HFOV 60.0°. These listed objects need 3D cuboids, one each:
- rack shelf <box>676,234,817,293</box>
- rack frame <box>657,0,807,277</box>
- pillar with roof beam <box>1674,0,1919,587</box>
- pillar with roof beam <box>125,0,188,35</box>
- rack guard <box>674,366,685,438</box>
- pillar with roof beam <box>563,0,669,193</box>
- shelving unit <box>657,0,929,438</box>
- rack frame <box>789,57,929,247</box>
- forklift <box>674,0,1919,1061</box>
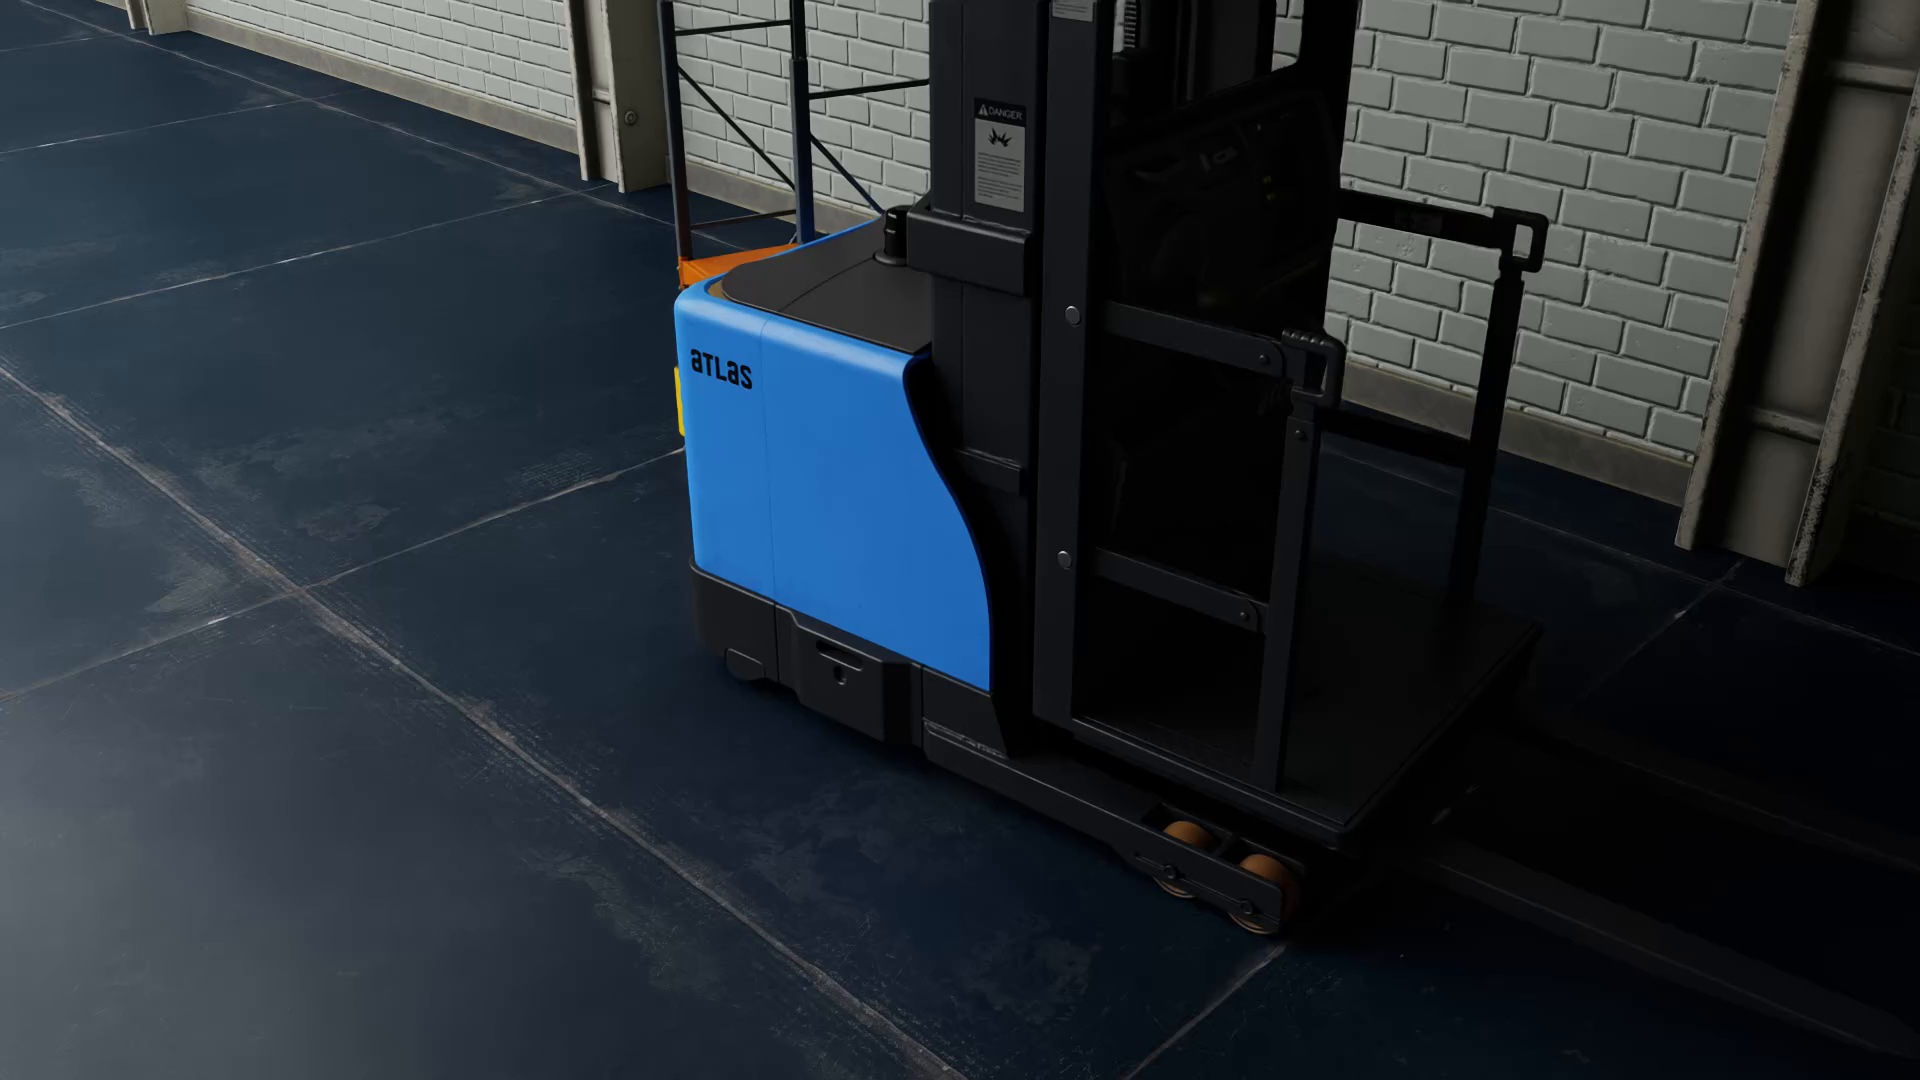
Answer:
[{"bbox_3d":[-0.490,-0.739,5.431,0.538,0.185,1.000,-15,31,-26],"label":"rack shelf"},{"bbox_3d":[-0.740,-1.105,5.739,0.500,1.500,0.032,-15,31,-26],"label":"rack frame"},{"bbox_3d":[-0.528,-2.526,0.385,0.400,9.000,9.100,25,36,38],"label":"pillar with roof beam"},{"bbox_3d":[-9.085,-6.441,7.831,0.400,9.000,9.100,25,36,38],"label":"pillar with roof beam"},{"bbox_3d":[-0.740,-0.551,6.029,0.587,0.250,0.087,-15,31,-26],"label":"rack guard"},{"bbox_3d":[-4.806,-4.484,4.108,0.400,9.000,9.100,25,36,38],"label":"pillar with roof beam"},{"bbox_3d":[-0.495,-0.902,5.354,0.587,1.500,1.083,-15,31,-26],"label":"shelving unit"},{"bbox_3d":[-0.240,-0.693,4.956,0.500,1.500,0.032,-15,31,-26],"label":"rack frame"},{"bbox_3d":[0.742,-0.721,3.472,3.031,2.935,1.130,20,34,33],"label":"forklift"}]
